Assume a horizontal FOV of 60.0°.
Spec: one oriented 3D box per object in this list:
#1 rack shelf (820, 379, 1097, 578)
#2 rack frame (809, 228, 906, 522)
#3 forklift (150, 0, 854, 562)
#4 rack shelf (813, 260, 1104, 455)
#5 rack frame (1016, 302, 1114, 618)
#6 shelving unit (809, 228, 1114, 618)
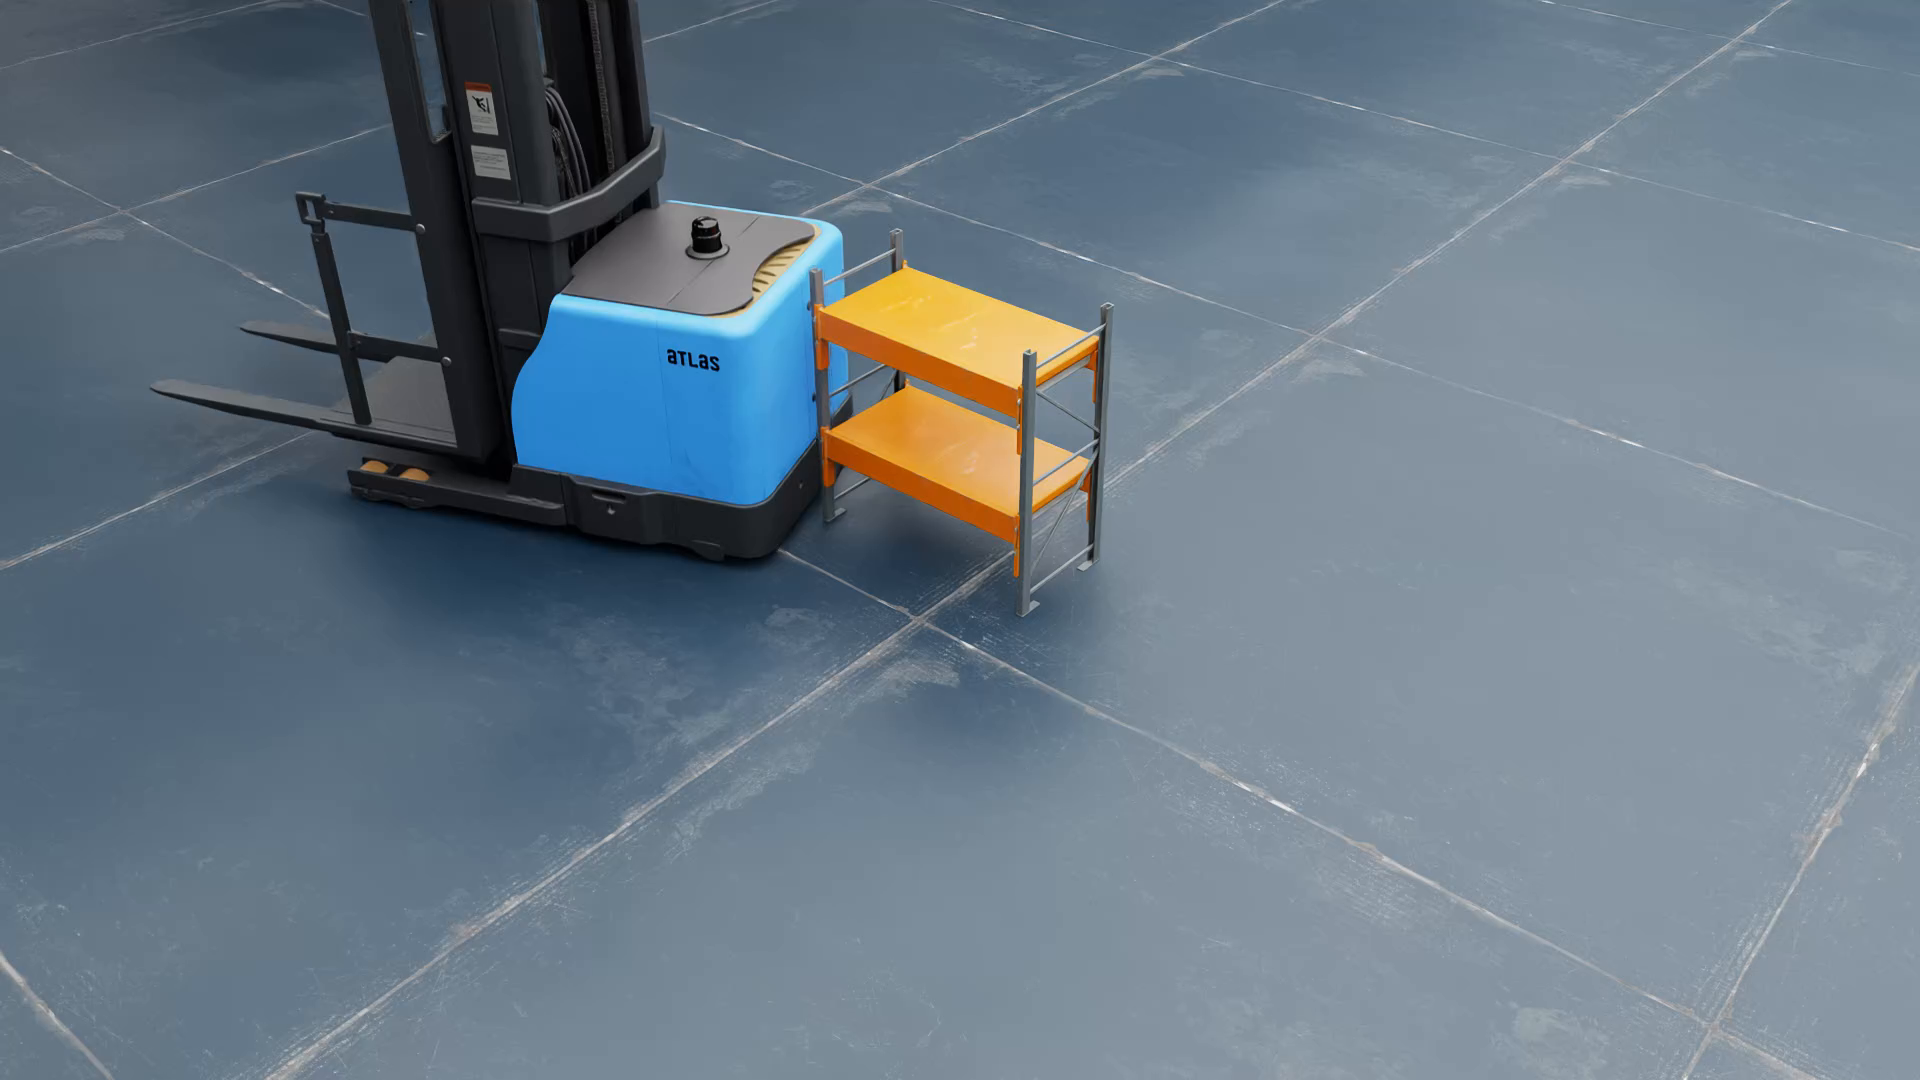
[{"bbox_3d":[-0.005,-0.265,6.574,1.000,0.278,0.538,25,42,32],"label":"rack shelf"},{"bbox_3d":[-0.396,-0.650,6.703,0.032,1.125,0.500,25,42,32],"label":"rack frame"},{"bbox_3d":[-2.036,-1.610,6.505,3.031,2.935,1.130,10,36,15],"label":"forklift"},{"bbox_3d":[-0.005,-0.707,6.269,1.000,0.278,0.538,25,42,32],"label":"rack shelf"},{"bbox_3d":[0.385,-0.282,6.167,0.032,1.125,0.500,25,42,32],"label":"rack frame"},{"bbox_3d":[-0.005,-0.466,6.435,1.048,1.125,0.538,25,42,32],"label":"shelving unit"}]
